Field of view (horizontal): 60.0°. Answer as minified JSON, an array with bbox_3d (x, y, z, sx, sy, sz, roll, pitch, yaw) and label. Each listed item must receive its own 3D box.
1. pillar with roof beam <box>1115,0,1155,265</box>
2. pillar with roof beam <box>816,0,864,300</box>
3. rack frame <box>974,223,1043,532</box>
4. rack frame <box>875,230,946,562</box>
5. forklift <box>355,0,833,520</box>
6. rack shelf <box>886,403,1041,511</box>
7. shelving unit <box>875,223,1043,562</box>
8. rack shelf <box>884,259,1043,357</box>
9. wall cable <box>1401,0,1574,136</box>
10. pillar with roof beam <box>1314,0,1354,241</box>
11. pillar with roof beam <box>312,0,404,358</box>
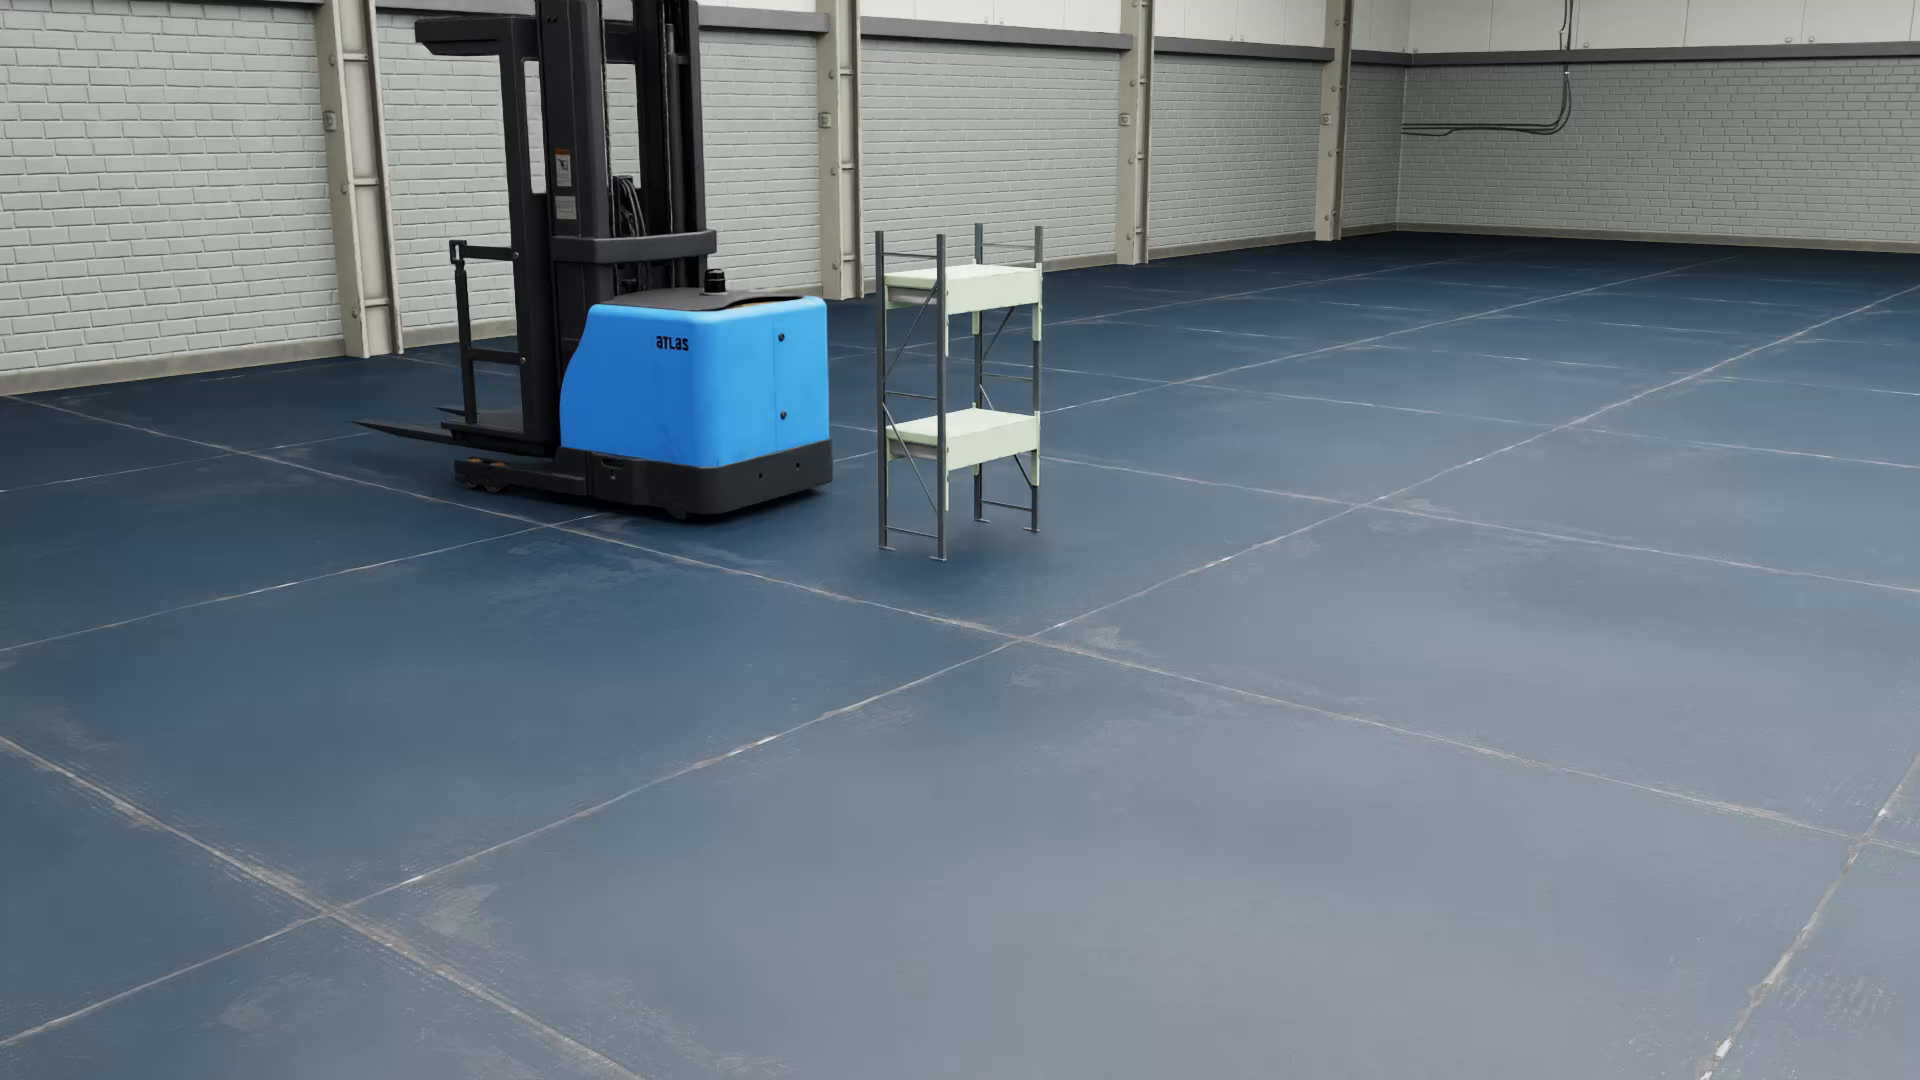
[{"bbox_3d":[5.779,-7.616,19.828,9.100,9.000,0.400,11,18,38],"label":"pillar with roof beam"},{"bbox_3d":[2.008,-6.467,15.305,9.100,9.000,0.400,11,18,38],"label":"pillar with roof beam"},{"bbox_3d":[0.234,-0.798,8.219,0.400,1.500,0.023,11,18,38],"label":"rack frame"},{"bbox_3d":[-0.226,-0.658,7.667,0.400,1.500,0.023,11,18,38],"label":"rack frame"},{"bbox_3d":[-2.207,-1.781,9.180,3.031,2.935,1.130,9,17,32],"label":"forklift"},{"bbox_3d":[0.004,-0.412,8.024,0.431,0.370,0.720,11,18,38],"label":"rack shelf"},{"bbox_3d":[0.004,-0.728,7.943,0.431,1.500,0.755,11,18,38],"label":"shelving unit"},{"bbox_3d":[0.004,-1.106,7.847,0.431,0.370,0.720,11,18,38],"label":"rack shelf"},{"bbox_3d":[9.082,-8.286,28.771,3.097,2.526,0.112,11,18,38],"label":"wall cable"},{"bbox_3d":[9.550,-8.765,24.351,9.100,9.000,0.400,11,18,38],"label":"pillar with roof beam"},{"bbox_3d":[-1.763,-5.318,10.781,9.100,9.000,0.400,11,18,38],"label":"pillar with roof beam"}]
